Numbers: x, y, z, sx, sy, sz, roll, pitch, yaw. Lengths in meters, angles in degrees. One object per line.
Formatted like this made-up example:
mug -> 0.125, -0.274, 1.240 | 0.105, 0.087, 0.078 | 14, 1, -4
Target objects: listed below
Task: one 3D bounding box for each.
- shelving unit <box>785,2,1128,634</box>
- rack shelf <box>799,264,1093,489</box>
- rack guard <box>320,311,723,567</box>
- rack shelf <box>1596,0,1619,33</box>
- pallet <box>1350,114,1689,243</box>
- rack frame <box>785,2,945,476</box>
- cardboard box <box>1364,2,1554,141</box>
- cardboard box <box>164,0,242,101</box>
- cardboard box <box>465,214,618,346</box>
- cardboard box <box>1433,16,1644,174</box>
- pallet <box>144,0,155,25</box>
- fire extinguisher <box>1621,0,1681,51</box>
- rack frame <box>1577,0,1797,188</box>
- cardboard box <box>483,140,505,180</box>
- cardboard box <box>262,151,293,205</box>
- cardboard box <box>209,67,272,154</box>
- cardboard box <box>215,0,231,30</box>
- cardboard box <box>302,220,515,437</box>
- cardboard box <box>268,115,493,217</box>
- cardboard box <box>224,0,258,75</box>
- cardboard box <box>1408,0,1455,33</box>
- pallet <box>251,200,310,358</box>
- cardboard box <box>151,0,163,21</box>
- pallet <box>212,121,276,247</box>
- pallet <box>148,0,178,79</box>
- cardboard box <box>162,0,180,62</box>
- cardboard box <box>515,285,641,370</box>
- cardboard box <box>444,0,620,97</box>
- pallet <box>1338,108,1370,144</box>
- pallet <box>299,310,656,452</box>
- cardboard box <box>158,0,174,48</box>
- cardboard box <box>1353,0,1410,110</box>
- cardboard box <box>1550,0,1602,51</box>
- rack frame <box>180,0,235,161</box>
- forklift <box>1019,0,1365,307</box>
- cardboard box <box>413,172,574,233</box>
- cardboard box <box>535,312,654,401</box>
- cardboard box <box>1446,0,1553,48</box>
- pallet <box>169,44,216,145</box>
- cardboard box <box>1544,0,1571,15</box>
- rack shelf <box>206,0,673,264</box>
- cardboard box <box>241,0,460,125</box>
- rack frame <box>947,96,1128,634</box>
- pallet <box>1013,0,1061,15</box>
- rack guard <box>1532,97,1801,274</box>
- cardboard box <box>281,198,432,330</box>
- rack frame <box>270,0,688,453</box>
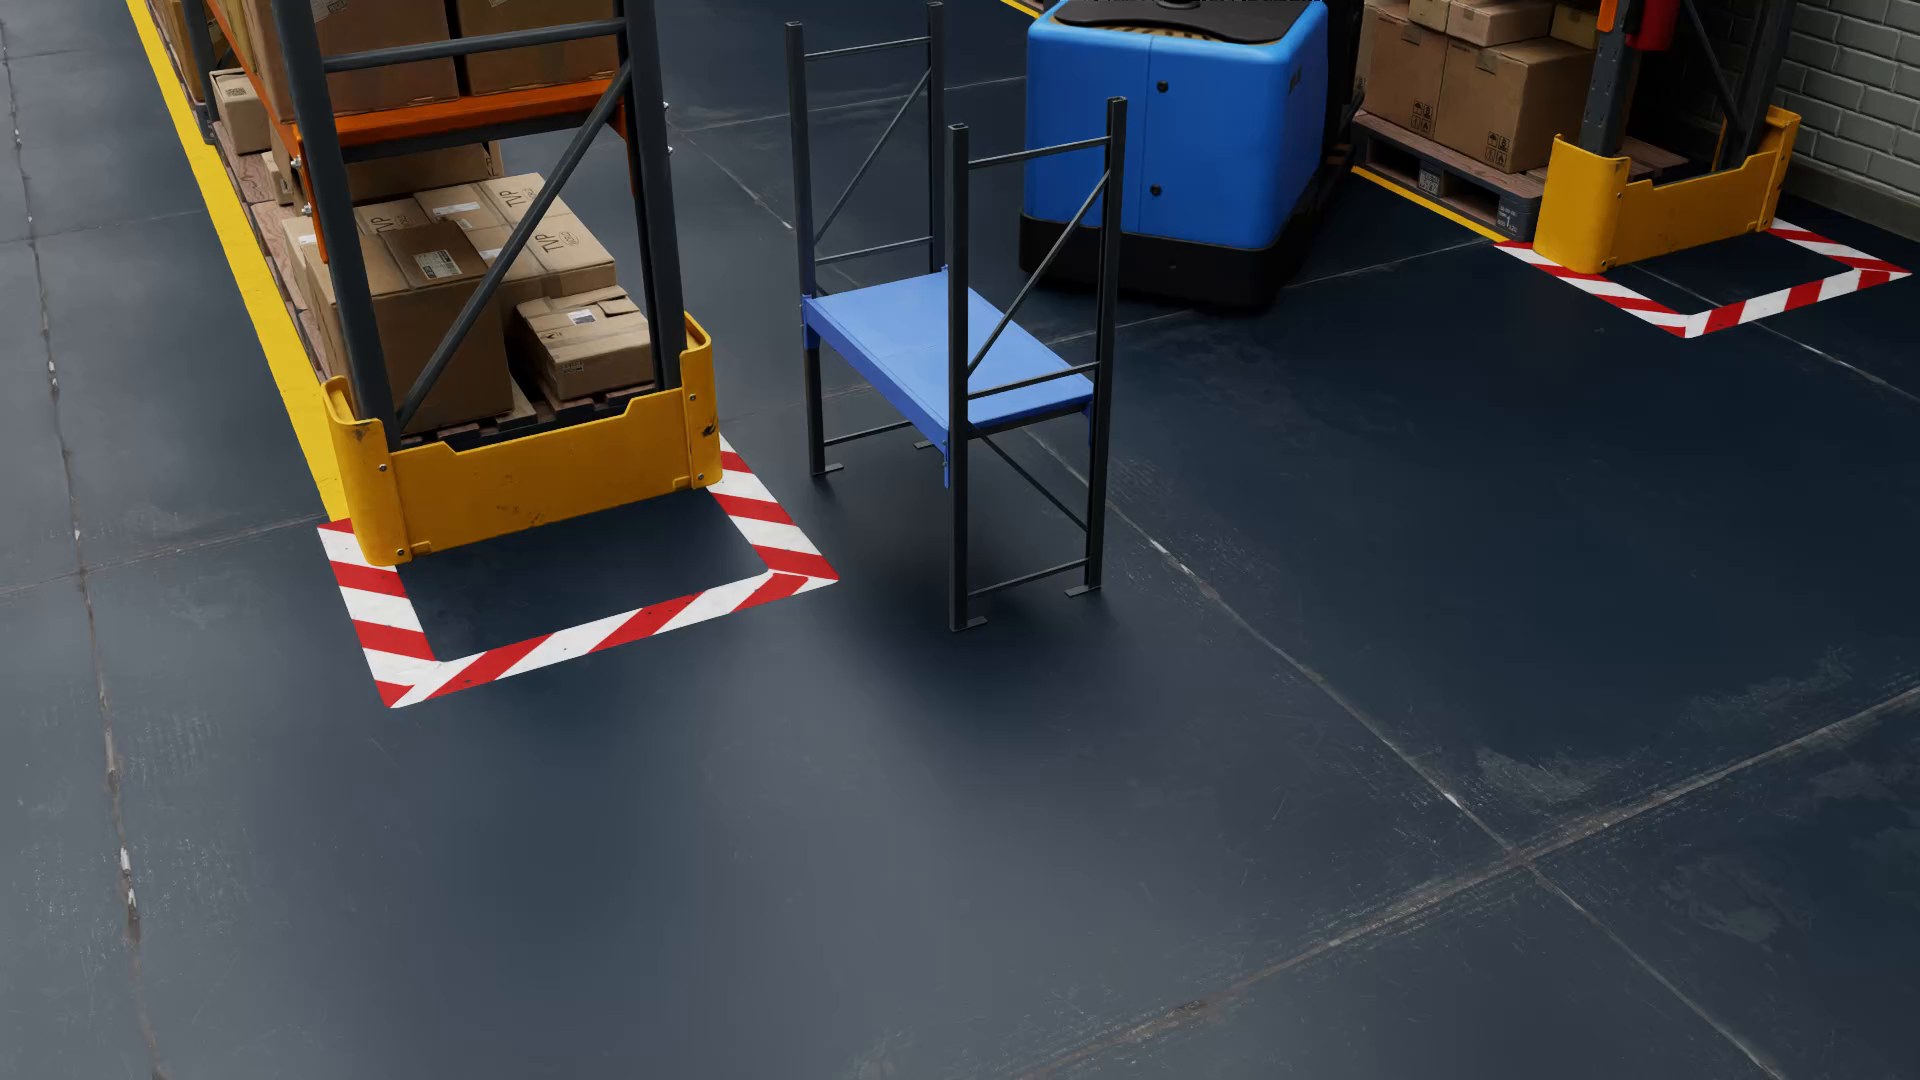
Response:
shelving unit -> -0.040, -0.672, 4.909 | 0.538, 1.500, 1.048 | -16, 36, -23
rack shelf -> -0.040, -0.521, 5.006 | 0.538, 0.185, 1.000 | -16, 36, -23
rack guard -> -1.370, -0.344, 5.323 | 1.175, 0.500, 0.348 | -16, 36, -23
rack shelf -> 2.113, -3.259, 8.224 | 1.077, 0.370, 4.000 | -16, 36, -23
pallet -> 2.604, -1.796, 7.857 | 1.003, 0.211, 1.213 | -16, 36, -23
rack frame -> -0.277, -0.915, 5.288 | 0.500, 1.500, 0.032 | -16, 36, -23
cardboard box -> 2.397, -2.280, 7.956 | 0.700, 0.500, 0.500 | -16, 36, -23
cardboard box -> -3.684, -2.565, 8.383 | 0.500, 0.500, 0.500 | -16, 36, -23
cardboard box -> -1.571, -0.957, 6.104 | 0.500, 0.250, 0.500 | -16, 36, -23
cardboard box -> 2.631, -2.041, 7.583 | 0.700, 0.500, 0.500 | -16, 36, -23
pallet -> -4.750, -3.638, 10.733 | 1.003, 0.211, 1.213 | -16, 36, -23
fire extinguisher -> 2.708, -2.230, 6.368 | 0.296, 0.674, 0.183 | -16, 36, -23
rack frame -> 3.046, -2.608, 6.540 | 1.000, 3.000, 0.127 | -16, 36, -23
cardboard box -> -2.334, -1.764, 7.307 | 0.500, 0.311, 0.500 | -16, 36, -23
cardboard box -> -2.783, -1.596, 7.180 | 0.380, 0.166, 0.250 | -16, 36, -23
cardboard box -> -3.196, -2.067, 7.781 | 0.500, 0.311, 0.500 | -16, 36, -23
cardboard box -> -2.257, -2.034, 5.551 | 0.500, 0.500, 0.500 | -16, 36, -23
cardboard box -> -1.806, -0.690, 5.456 | 0.500, 0.500, 0.500 | -16, 36, -23
cardboard box -> -2.319, -1.508, 6.729 | 0.797, 0.503, 0.637 | -16, 36, -23
cardboard box -> -2.030, -1.794, 5.177 | 0.500, 0.500, 0.500 | -16, 36, -23
cardboard box -> 2.290, -2.452, 7.622 | 0.380, 0.149, 0.250 | -15, 36, -22
pallet -> -2.308, -1.184, 6.902 | 1.003, 0.211, 1.213 | -16, 36, -23
cardboard box -> -4.379, -3.285, 9.506 | 0.500, 0.500, 0.500 | -17, 36, -25
pallet -> -2.881, -1.767, 7.812 | 1.003, 0.211, 1.213 | -16, 36, -23
pallet -> -4.185, -3.057, 9.825 | 1.003, 0.211, 1.213 | -16, 36, -23
cardboard box -> -3.907, -2.803, 8.754 | 0.500, 0.500, 0.500 | -16, 36, -23
cardboard box -> -1.343, -0.758, 5.871 | 0.380, 0.166, 0.250 | -16, 36, -23
cardboard box -> -1.309, -1.680, 5.000 | 0.500, 0.500, 0.500 | -15, 36, -22
pallet -> 2.039, -2.377, 8.765 | 1.003, 0.211, 1.213 | -16, 36, -23
pallet -> -1.743, -0.602, 5.995 | 1.003, 0.211, 1.213 | -16, 36, -23
cardboard box -> -4.140, -3.043, 9.128 | 0.500, 0.500, 0.500 | -15, 36, -23
cardboard box -> 2.162, -2.520, 8.330 | 0.700, 0.500, 0.500 | -17, 36, -25
cardboard box -> 2.866, -2.305, 7.394 | 0.380, 0.149, 0.250 | -16, 36, -23
rack frame -> -3.200, -3.269, 7.572 | 1.000, 3.000, 0.127 | -16, 36, -23
forklift -> 1.253, -2.938, 7.118 | 1.130, 2.935, 3.031 | 12, 35, 18
cardboard box -> -1.804, -1.196, 6.477 | 0.500, 0.250, 0.500 | -16, 36, -23
cardboard box -> -1.226, -0.631, 5.690 | 0.380, 0.149, 0.250 | -16, 36, -23
cardboard box -> 2.410, -2.330, 7.432 | 0.380, 0.149, 0.250 | -16, 36, -24
pallet -> -3.613, -2.474, 8.915 | 1.003, 0.211, 1.213 | -16, 36, -23
cardboard box -> 2.629, -2.546, 7.771 | 0.380, 0.149, 0.250 | -16, 36, -23
rack shelf -> -2.267, -2.012, 6.276 | 1.077, 0.370, 4.000 | -16, 36, -23
cardboard box -> -1.785, -1.548, 4.792 | 0.500, 0.500, 0.500 | -15, 35, -22
rack frame -> 0.197, -0.430, 4.530 | 0.500, 1.500, 0.032 | -16, 36, -23
pallet -> 0.754, -3.692, 10.817 | 1.003, 0.211, 1.213 | -16, 36, -23
rack guard -> 3.057, -1.544, 7.196 | 1.175, 0.500, 0.348 | -16, 36, -23
cardboard box -> -2.223, -1.046, 6.243 | 0.500, 0.250, 0.500 | -16, 36, -23
rack frame -> -1.335, -1.360, 4.592 | 1.000, 3.000, 0.127 | -16, 36, -23
